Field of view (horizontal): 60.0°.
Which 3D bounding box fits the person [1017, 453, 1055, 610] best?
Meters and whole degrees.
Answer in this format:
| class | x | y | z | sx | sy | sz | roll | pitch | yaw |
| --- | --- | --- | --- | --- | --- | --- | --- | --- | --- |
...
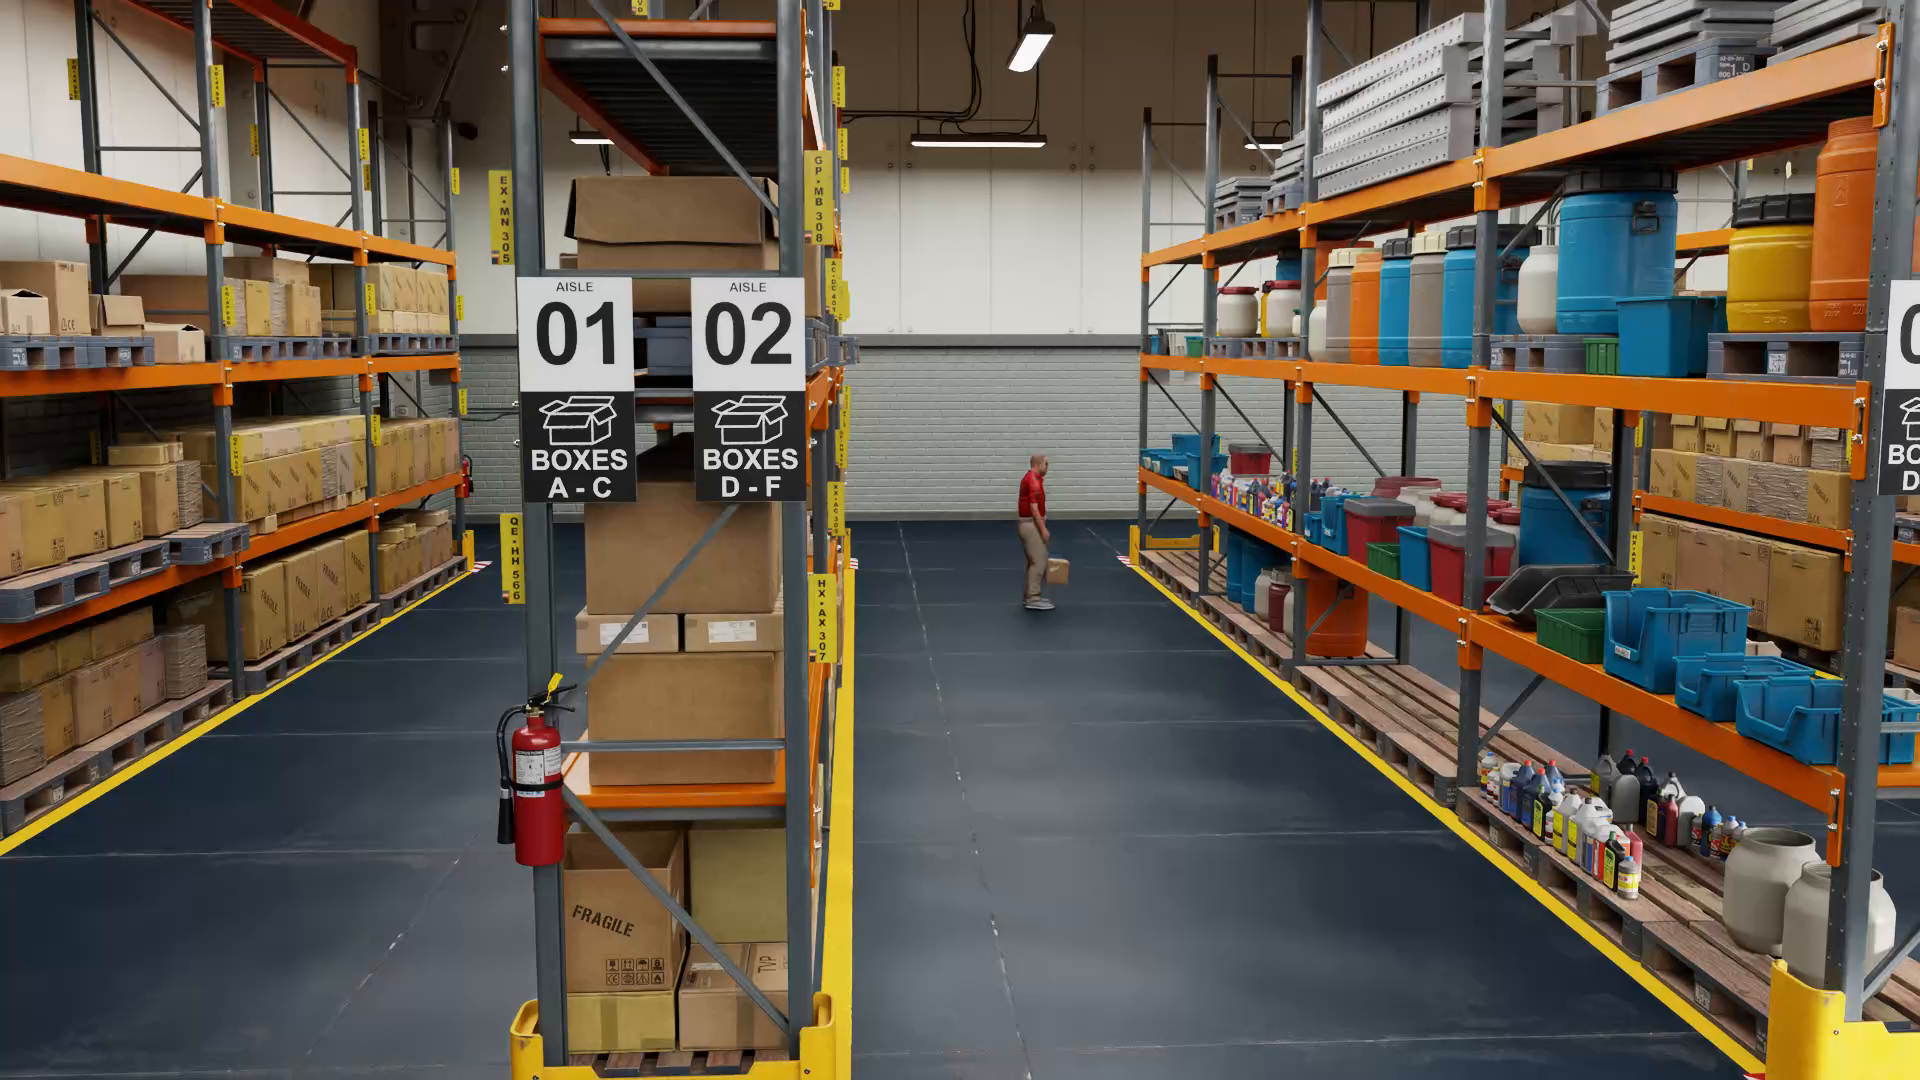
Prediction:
| class | x | y | z | sx | sy | sz | roll | pitch | yaw |
| --- | --- | --- | --- | --- | --- | --- | --- | --- | --- |
| person | 0.851 | -0.107 | 18.684 | 0.388 | 1.729 | 0.566 | -1 | 7 | -5 |
